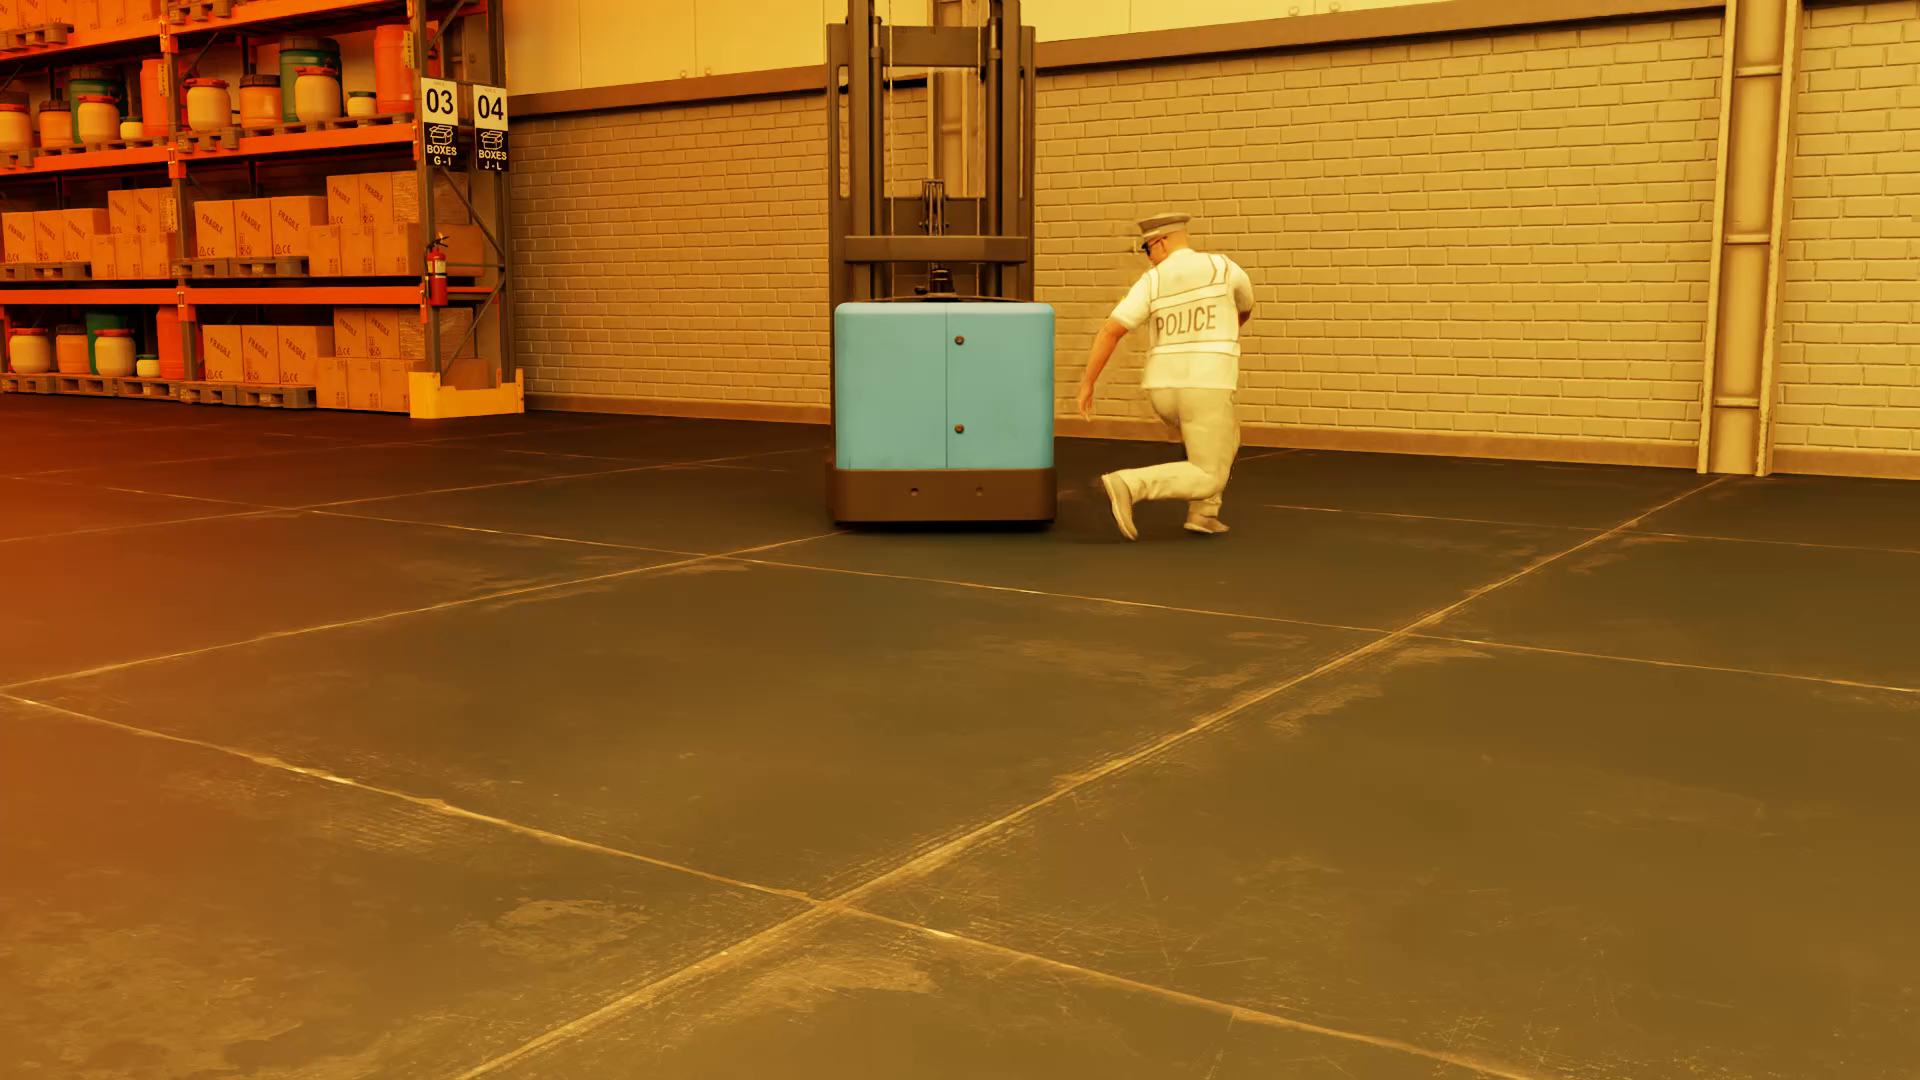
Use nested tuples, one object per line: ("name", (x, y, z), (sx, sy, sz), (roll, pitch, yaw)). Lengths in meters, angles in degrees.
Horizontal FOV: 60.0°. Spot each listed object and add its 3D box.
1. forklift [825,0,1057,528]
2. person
("forklift", (-0.170, -1.681, 9.012), (1.130, 2.935, 3.031), (-1, 8, -4))
("person", (0.968, -0.743, 7.684), (0.650, 1.526, 0.907), (8, 11, 43))
